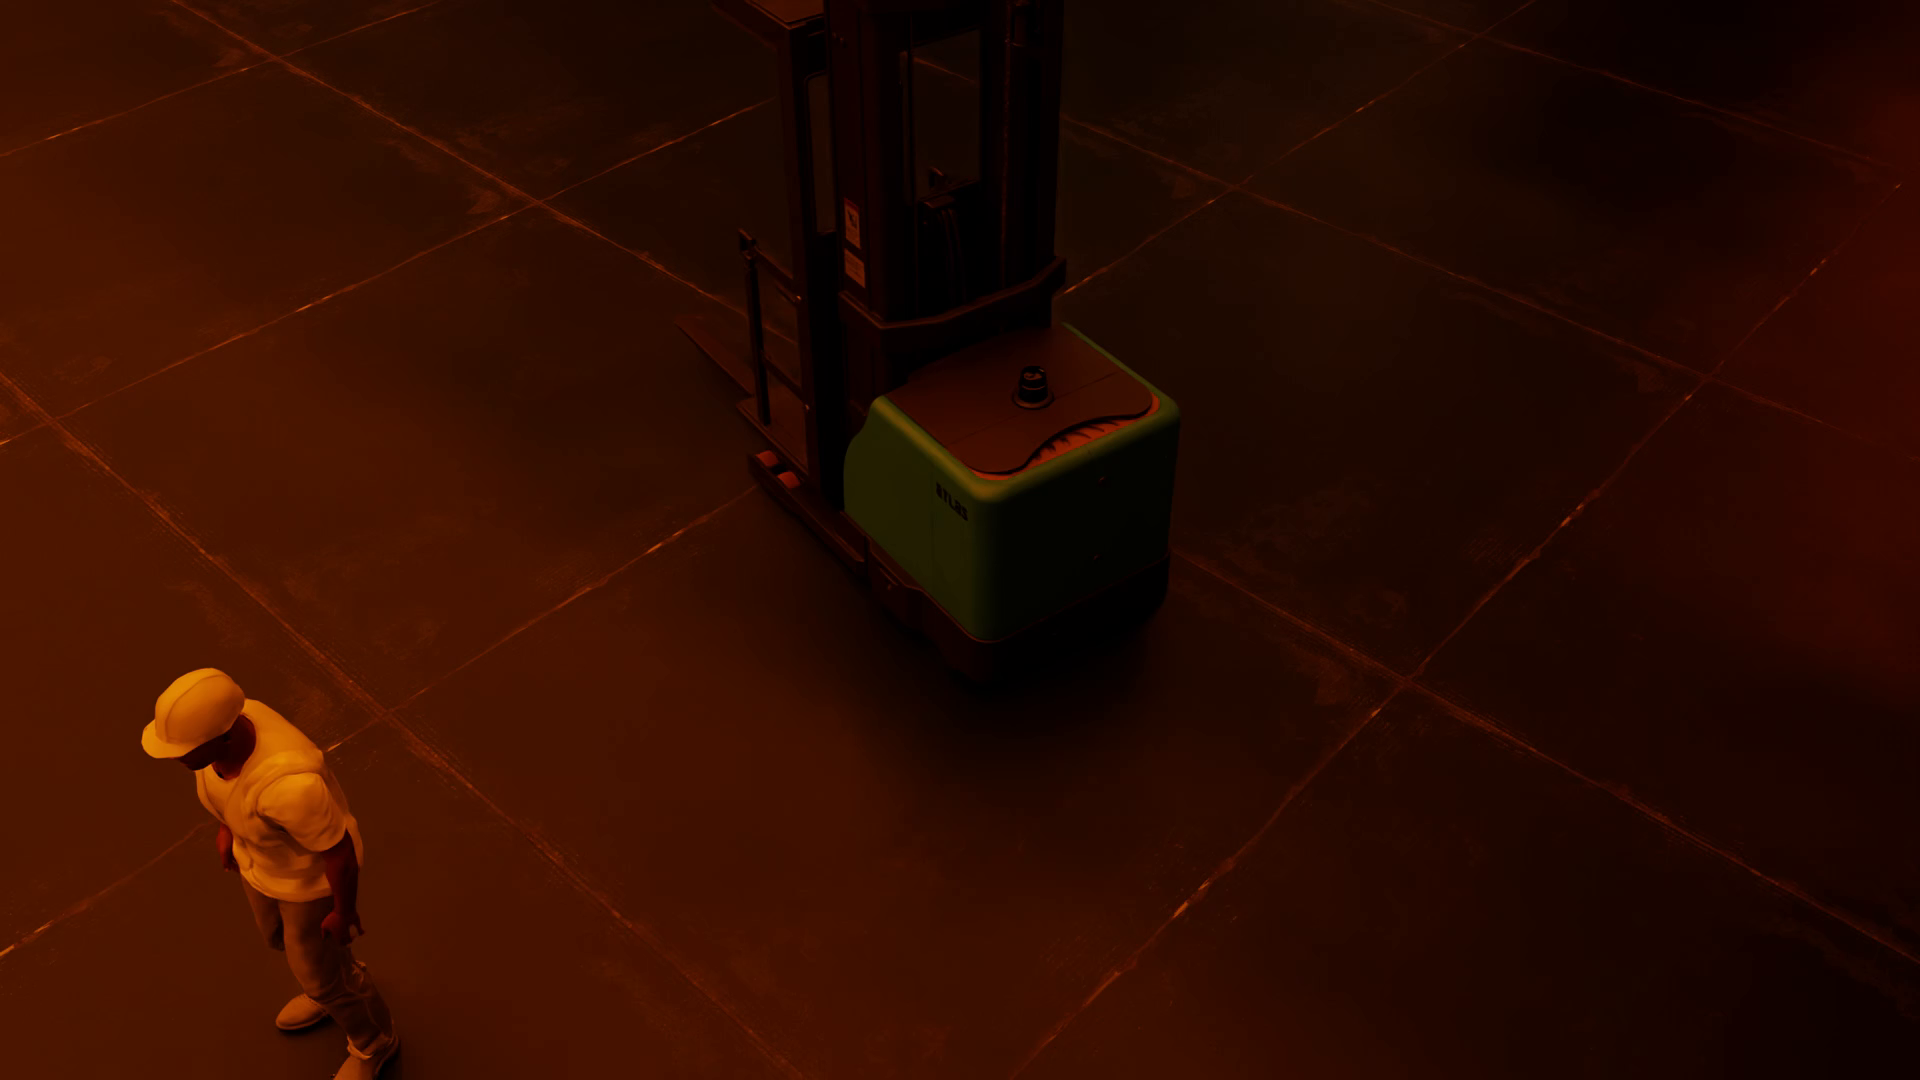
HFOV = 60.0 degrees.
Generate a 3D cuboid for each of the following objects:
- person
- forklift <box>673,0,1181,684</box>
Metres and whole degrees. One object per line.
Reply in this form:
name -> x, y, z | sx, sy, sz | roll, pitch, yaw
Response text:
person -> -2.089, 1.021, 5.145 | 0.634, 1.762, 0.442 | 29, 48, 29
forklift -> -0.355, -1.436, 7.102 | 1.130, 2.935, 3.031 | -25, 46, -26
